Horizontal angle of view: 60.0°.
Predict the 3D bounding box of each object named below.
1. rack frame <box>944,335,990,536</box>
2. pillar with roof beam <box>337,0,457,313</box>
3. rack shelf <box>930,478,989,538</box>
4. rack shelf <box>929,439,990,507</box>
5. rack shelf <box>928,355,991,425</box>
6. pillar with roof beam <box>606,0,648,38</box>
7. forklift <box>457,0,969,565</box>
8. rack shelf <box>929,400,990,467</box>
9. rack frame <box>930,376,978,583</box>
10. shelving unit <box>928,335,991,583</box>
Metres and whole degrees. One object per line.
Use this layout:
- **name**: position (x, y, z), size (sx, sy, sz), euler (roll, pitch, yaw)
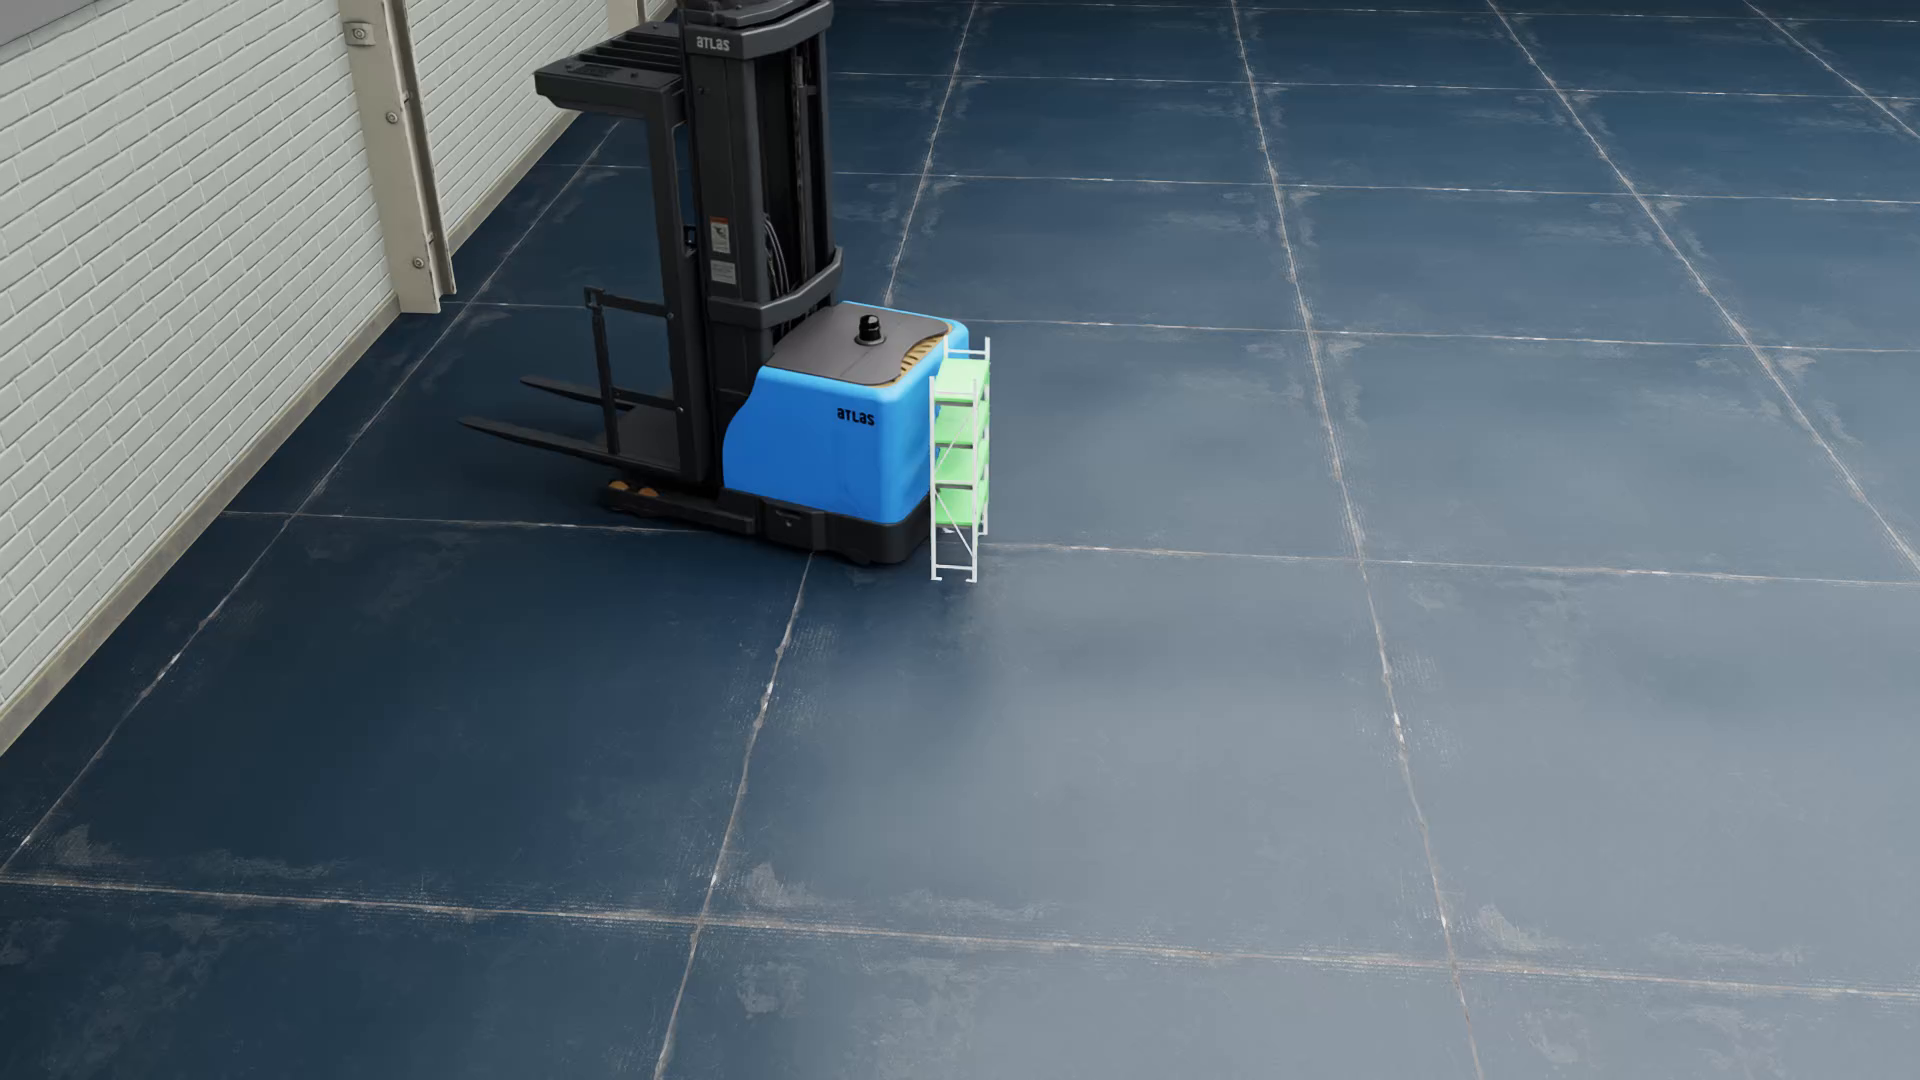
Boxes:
- **rack frame**: position (0.034, -0.548, 8.996), size (0.240, 1.200, 0.015), euler (4, 32, 7)
- **pillar with roof beam**: position (0.426, -5.376, 9.396), size (9.100, 9.000, 0.400), euler (2, 32, 4)
- **rack shelf**: position (0.001, -0.162, 8.949), size (0.258, 0.148, 0.480), euler (4, 32, 7)
- **rack shelf**: position (0.001, -0.367, 8.823), size (0.258, 0.148, 0.480), euler (4, 32, 7)
- **rack shelf**: position (0.001, -0.775, 8.572), size (0.258, 0.148, 0.480), euler (4, 32, 7)
- **pillar with roof beam**: position (0.915, -8.513, 14.487), size (9.100, 9.000, 0.400), euler (2, 32, 4)
- **forklift**: position (-1.502, -1.613, 9.074), size (3.031, 2.935, 1.130), euler (13, 34, 20)
- **rack shelf**: position (0.001, -0.571, 8.697), size (0.258, 0.148, 0.480), euler (4, 32, 7)
- **rack frame**: position (-0.032, -0.294, 8.584), size (0.240, 1.200, 0.015), euler (4, 32, 7)
- **shelving unit**: position (0.001, -0.421, 8.790), size (0.258, 1.200, 0.503), euler (4, 32, 7)
